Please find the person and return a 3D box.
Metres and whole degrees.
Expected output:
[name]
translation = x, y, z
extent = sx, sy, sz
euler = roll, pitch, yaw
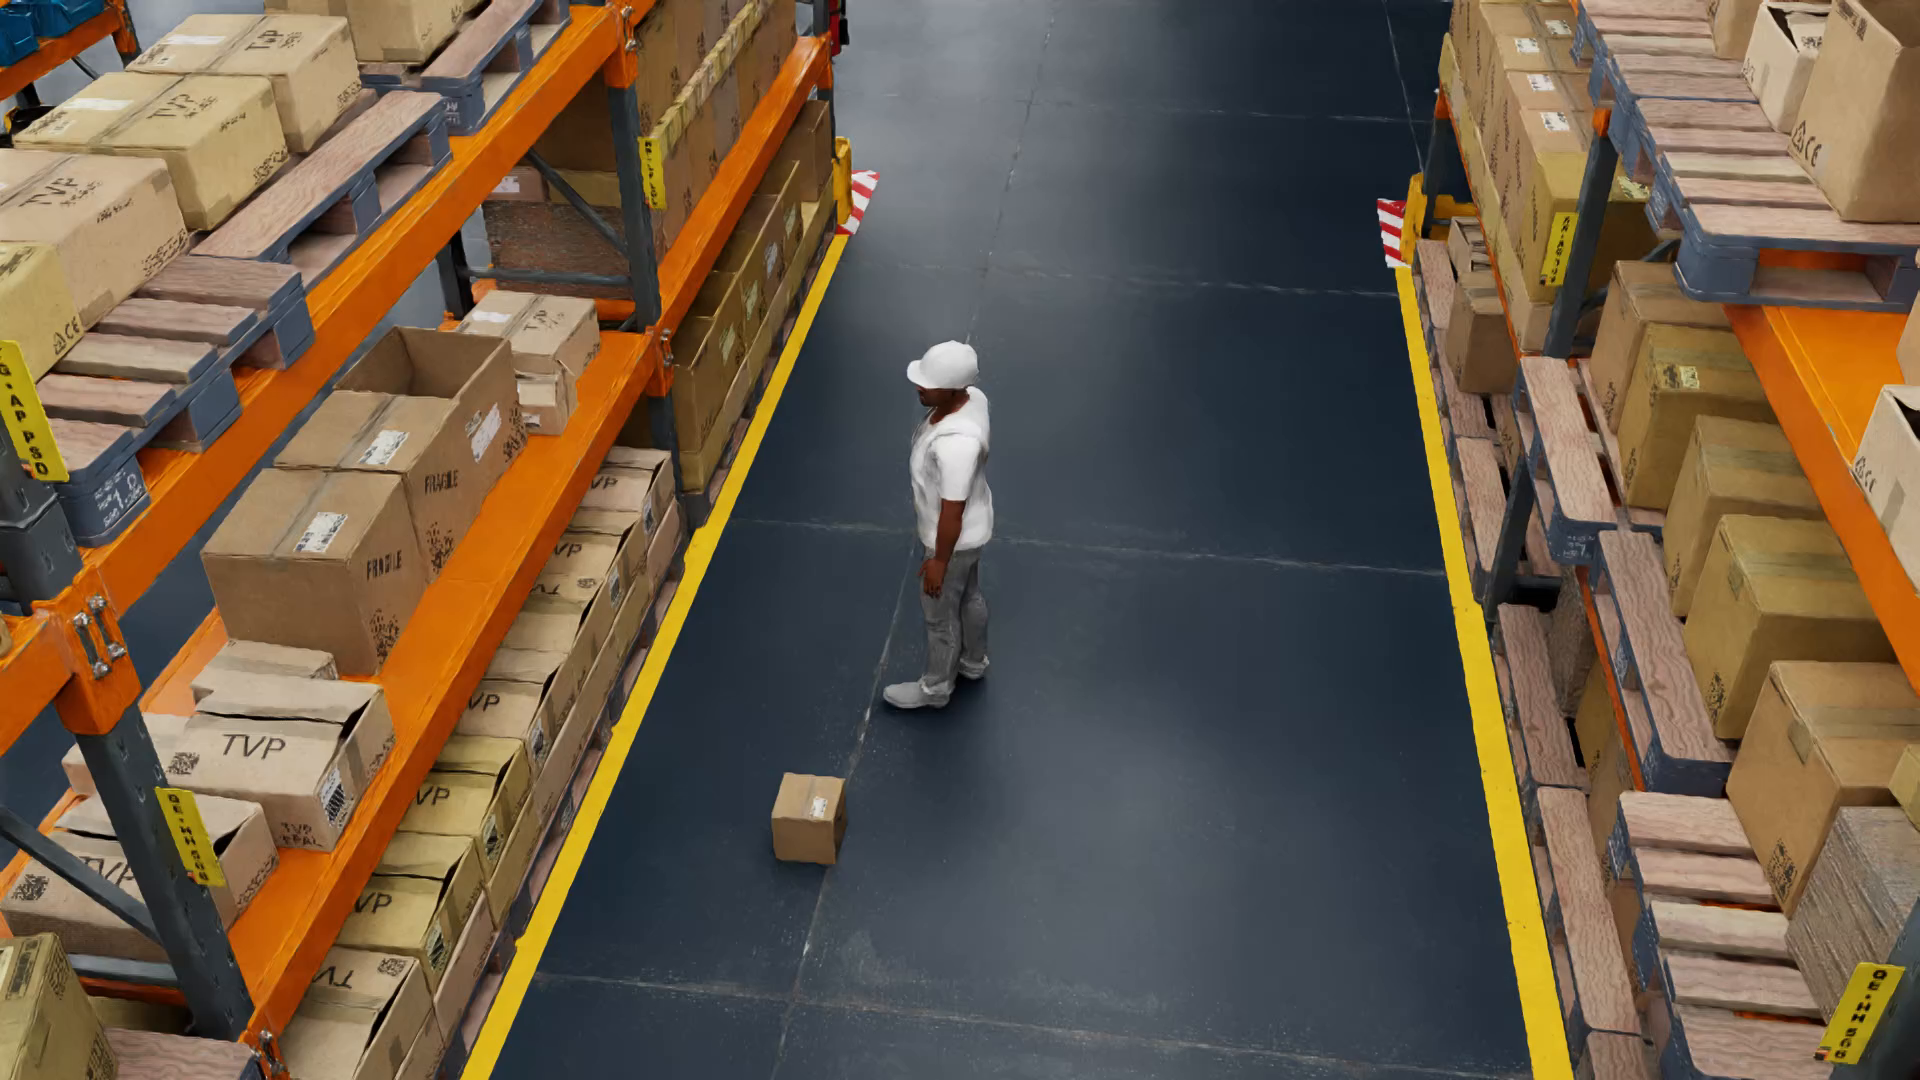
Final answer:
[person]
translation = -0.096, -0.068, 7.080
extent = 0.479, 1.770, 0.682
euler = 2, 36, 3
